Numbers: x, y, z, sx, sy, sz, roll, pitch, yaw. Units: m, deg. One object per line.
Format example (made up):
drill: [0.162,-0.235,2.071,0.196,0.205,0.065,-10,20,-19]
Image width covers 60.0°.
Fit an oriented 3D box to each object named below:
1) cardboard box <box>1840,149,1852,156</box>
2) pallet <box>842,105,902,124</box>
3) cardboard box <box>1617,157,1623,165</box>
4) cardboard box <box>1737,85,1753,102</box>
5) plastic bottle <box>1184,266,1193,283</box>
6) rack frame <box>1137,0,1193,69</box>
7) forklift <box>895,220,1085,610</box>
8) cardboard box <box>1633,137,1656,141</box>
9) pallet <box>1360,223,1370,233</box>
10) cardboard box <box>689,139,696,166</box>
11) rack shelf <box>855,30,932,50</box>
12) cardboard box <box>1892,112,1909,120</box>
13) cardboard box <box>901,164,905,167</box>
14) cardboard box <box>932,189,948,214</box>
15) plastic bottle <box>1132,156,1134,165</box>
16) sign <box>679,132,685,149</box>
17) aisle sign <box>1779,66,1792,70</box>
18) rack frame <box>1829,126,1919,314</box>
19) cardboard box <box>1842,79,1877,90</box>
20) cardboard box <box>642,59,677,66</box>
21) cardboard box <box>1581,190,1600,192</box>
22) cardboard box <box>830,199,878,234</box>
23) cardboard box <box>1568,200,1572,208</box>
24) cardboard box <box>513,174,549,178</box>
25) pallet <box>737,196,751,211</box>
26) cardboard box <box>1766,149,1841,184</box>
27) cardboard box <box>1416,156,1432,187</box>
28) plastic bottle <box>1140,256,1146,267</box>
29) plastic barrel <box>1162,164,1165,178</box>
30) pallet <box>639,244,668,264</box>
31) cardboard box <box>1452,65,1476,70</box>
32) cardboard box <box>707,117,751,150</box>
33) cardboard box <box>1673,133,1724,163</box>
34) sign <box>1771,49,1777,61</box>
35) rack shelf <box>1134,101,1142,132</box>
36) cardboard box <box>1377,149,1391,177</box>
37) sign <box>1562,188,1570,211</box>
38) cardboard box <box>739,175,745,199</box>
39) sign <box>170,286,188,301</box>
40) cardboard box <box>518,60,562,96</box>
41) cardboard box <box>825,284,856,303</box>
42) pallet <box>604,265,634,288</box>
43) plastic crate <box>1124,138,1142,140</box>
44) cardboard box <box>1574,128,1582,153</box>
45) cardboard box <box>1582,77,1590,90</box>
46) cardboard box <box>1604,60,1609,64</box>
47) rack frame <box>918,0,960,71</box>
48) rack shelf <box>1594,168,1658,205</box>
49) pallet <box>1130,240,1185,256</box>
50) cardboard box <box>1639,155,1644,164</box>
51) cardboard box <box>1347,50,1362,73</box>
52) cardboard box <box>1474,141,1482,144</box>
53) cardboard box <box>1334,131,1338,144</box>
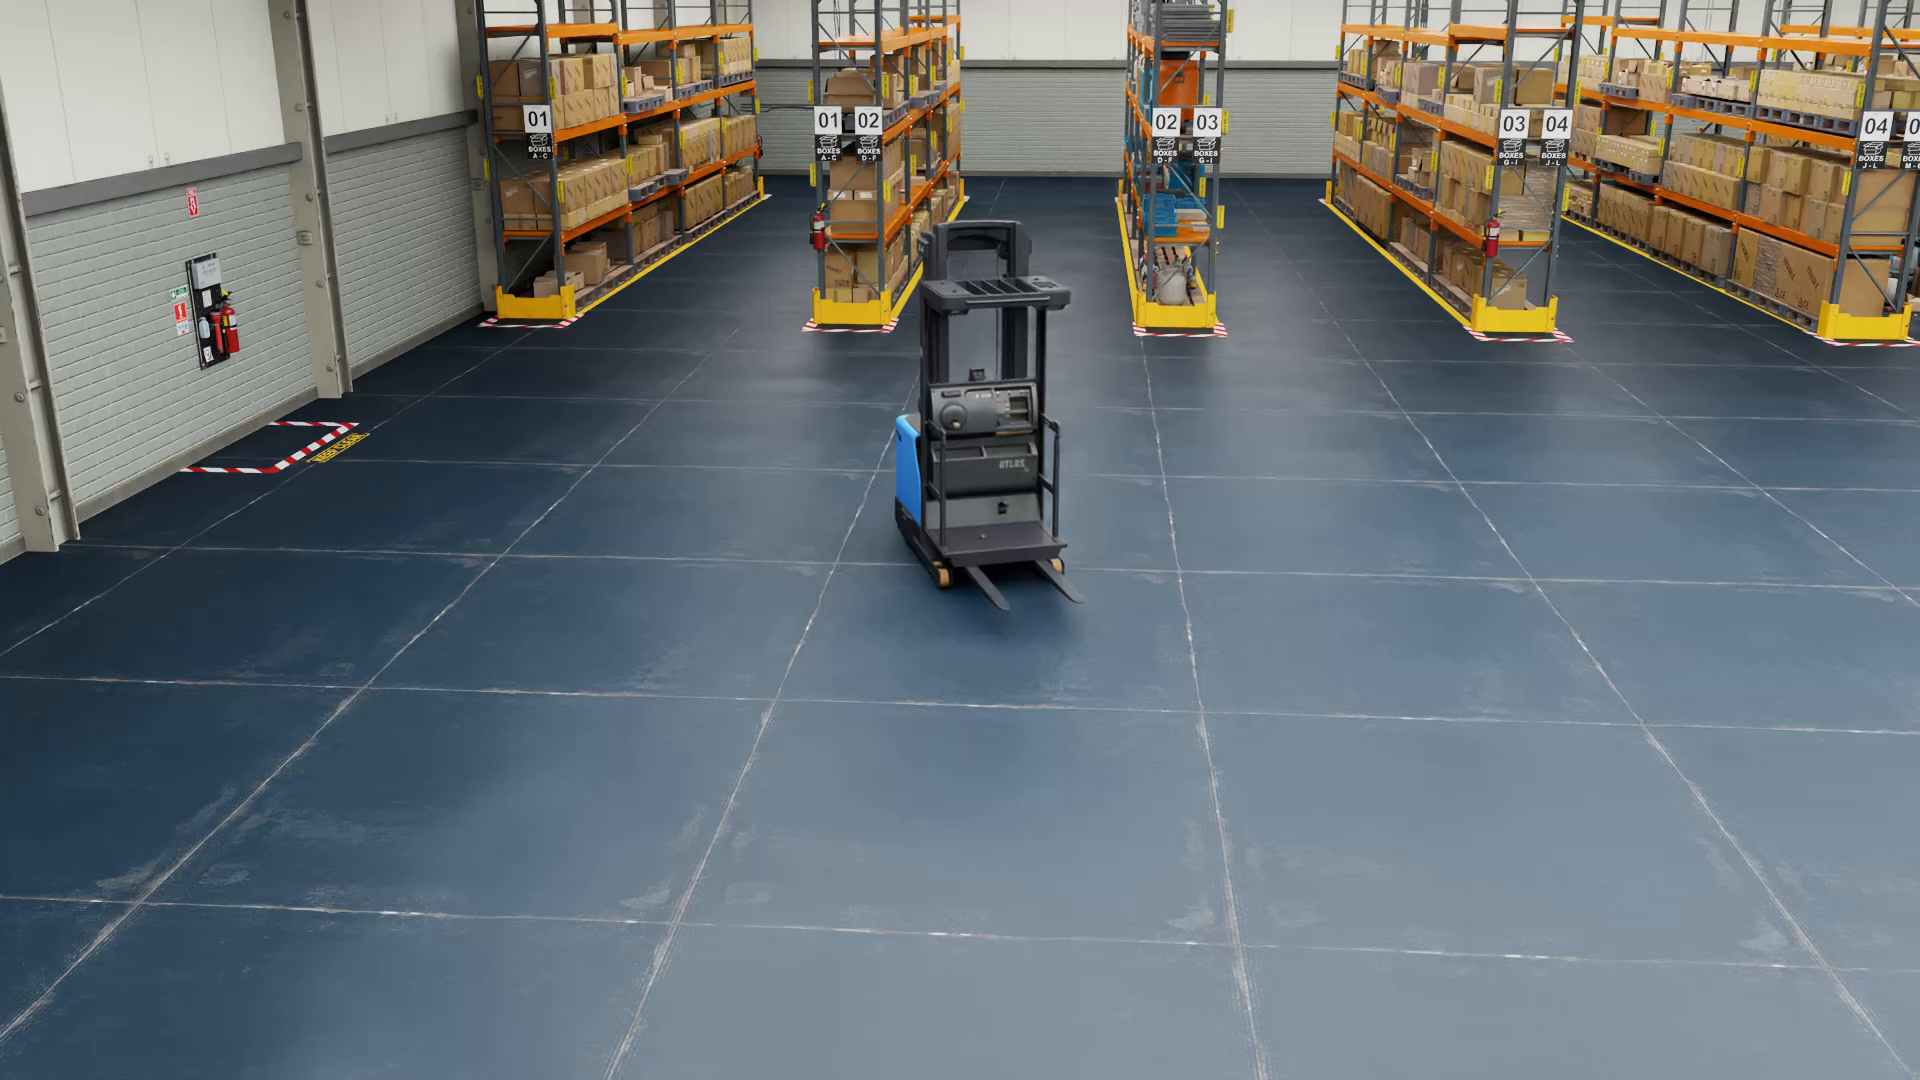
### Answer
cardboard box: [18.668,-8.085,34.545,0.500,0.250,0.500,1,18,2]
pallet: [-1.483,-6.748,26.352,1.003,0.211,1.213,1,18,4]
cardboard box: [13.440,-7.613,33.394,0.380,0.149,0.250,0,18,1]
cardboard box: [13.354,-7.468,27.812,0.500,0.250,0.500,1,18,5]
plastic bottle: [3.772,-4.394,27.511,0.152,0.276,0.135,2,18,5]
rack frame: [3.870,-9.989,31.285,1.000,3.000,0.127,1,18,4]
forklift: [0.264,-1.123,13.970,1.130,2.935,3.031,-5,19,-14]
cardboard box: [14.184,-8.279,34.472,0.380,0.149,0.250,1,18,2]
pallet: [9.117,-6.704,35.370,1.003,0.211,1.213,1,18,4]
cardboard box: [-5.675,-7.866,33.767,0.500,0.500,0.500,2,18,6]
rack shelf: [-1.214,-8.948,29.904,1.077,0.370,4.000,1,18,4]
cardboard box: [13.521,-6.054,23.659,0.380,0.149,0.250,1,18,4]
cardboard box: [-1.212,-6.613,30.454,0.500,0.500,0.500,1,18,4]
cardboard box: [-0.533,-7.354,36.185,0.500,0.500,0.500,1,18,4]
plastic bottle: [3.677,-7.899,34.739,0.152,0.276,0.135,1,18,4]
sign: [-5.470,-7.863,32.698,0.100,0.325,0.005,1,18,4]
aisle sign: [18.984,-10.556,38.472,0.394,0.787,0.004,1,18,4]
rack frame: [13.176,-4.401,23.865,1.000,3.000,0.127,1,18,4]
cardboard box: [12.881,-6.523,23.811,0.380,0.149,0.250,1,18,4]
cardboard box: [-6.049,-9.359,33.312,0.700,0.500,0.500,0,18,1]
cardboard box: [13.888,-7.609,36.602,0.380,0.149,0.250,2,18,6]
cardboard box: [-1.598,-4.958,25.403,0.700,0.500,0.500,1,18,4]
cardboard box: [13.869,-7.579,37.467,0.380,0.149,0.250,1,18,4]
cardboard box: [-6.718,-5.477,26.152,0.500,0.500,0.500,2,18,5]
pallet: [-5.508,-7.891,38.994,1.003,0.211,1.213,1,18,4]
cardboard box: [13.479,-5.941,26.588,0.875,0.550,0.550,1,18,4]
cardboard box: [8.555,-6.575,29.658,0.797,0.503,0.637,3,18,10]
plastic bottle: [3.111,-4.605,28.035,0.144,0.351,0.185,2,18,5]
plastic barrel: [4.009,-6.867,31.212,0.421,0.512,0.421,0,18,0]
pallet: [-6.159,-5.414,31.434,1.003,0.211,1.213,1,18,4]
cardboard box: [8.949,-8.272,29.897,0.500,0.500,0.500,2,18,5]
cardboard box: [-5.506,-9.602,39.255,0.980,0.700,0.700,1,18,3]
cardboard box: [13.708,-7.269,30.852,0.700,0.500,0.500,1,18,4]
sign: [18.715,-11.184,38.217,0.100,0.325,0.005,1,18,4]
rack shelf: [3.726,-7.601,29.968,1.077,0.370,4.000,1,18,4]
cardboard box: [8.674,-7.550,33.315,0.500,0.500,0.500,1,18,2]
sign: [8.778,-4.943,24.127,0.100,0.325,0.005,1,18,4]
cardboard box: [-5.460,-8.325,39.179,0.700,0.500,0.500,1,18,2]
sign: [-8.177,-2.582,17.405,0.001,0.109,0.331,1,18,4]
cardboard box: [-6.316,-6.947,25.018,0.500,0.500,0.500,0,18,0]
cardboard box: [-1.900,-3.832,25.868,0.500,0.250,0.500,1,18,4]
pallet: [-6.311,-4.583,28.897,1.003,0.211,1.213,1,18,4]
plastic crate: [4.050,-9.298,38.983,0.416,0.233,0.300,1,18,4]
cardboard box: [13.865,-8.789,36.618,0.500,0.500,0.500,1,18,4]
cardboard box: [13.886,-9.953,36.233,0.500,0.250,0.500,1,18,3]
cardboard box: [13.786,-10.013,34.970,0.380,0.149,0.250,0,18,1]
rack frame: [-0.497,-12.586,39.208,1.000,3.000,0.127,1,18,4]
rack shelf: [13.893,-7.165,33.455,1.077,0.370,4.000,1,18,4]
pallet: [3.775,-5.574,31.921,1.003,0.211,1.213,1,18,4]
cardboard box: [13.349,-7.354,32.127,0.380,0.149,0.250,2,18,6]
cardboard box: [9.239,-10.898,37.879,0.700,0.500,0.500,1,18,2]
cardboard box: [8.765,-6.304,27.427,0.500,0.500,0.500,1,18,4]
cardboard box: [9.080,-9.440,39.004,0.500,0.250,0.500,1,18,2]
